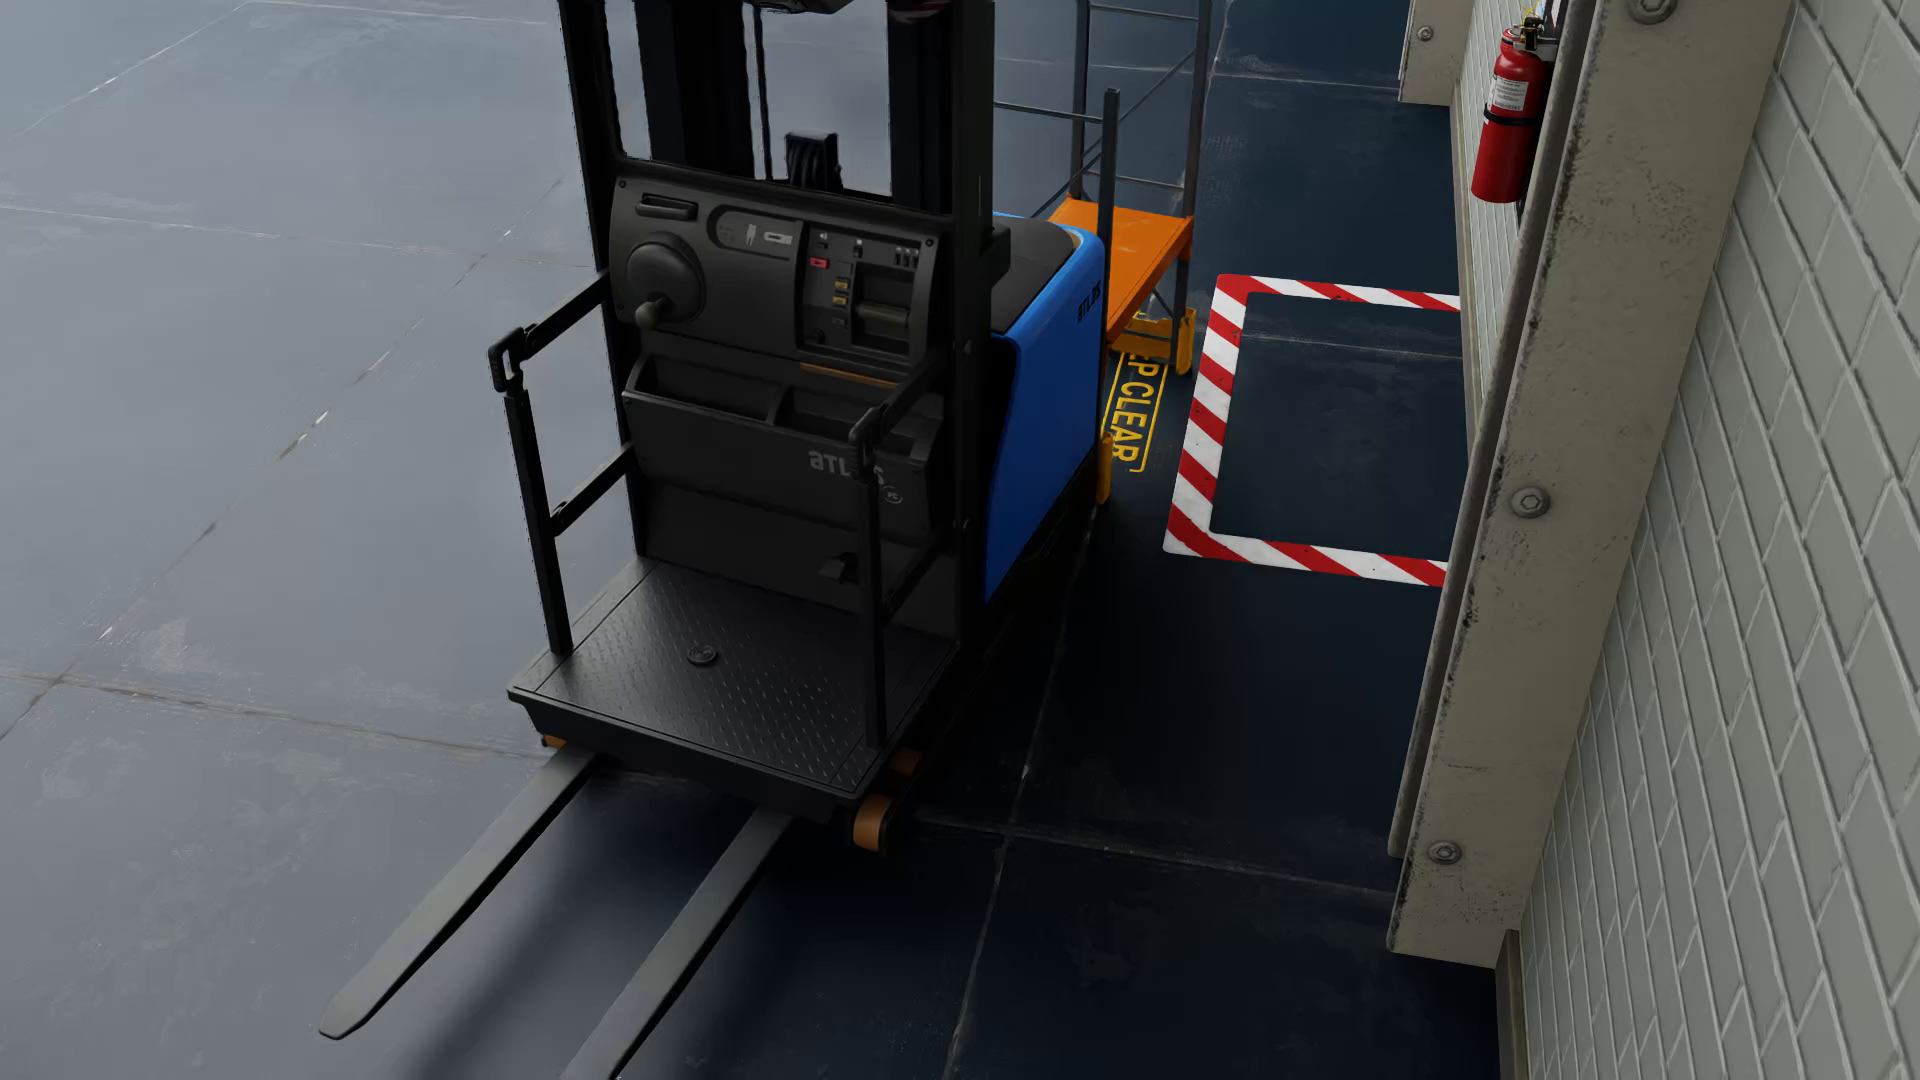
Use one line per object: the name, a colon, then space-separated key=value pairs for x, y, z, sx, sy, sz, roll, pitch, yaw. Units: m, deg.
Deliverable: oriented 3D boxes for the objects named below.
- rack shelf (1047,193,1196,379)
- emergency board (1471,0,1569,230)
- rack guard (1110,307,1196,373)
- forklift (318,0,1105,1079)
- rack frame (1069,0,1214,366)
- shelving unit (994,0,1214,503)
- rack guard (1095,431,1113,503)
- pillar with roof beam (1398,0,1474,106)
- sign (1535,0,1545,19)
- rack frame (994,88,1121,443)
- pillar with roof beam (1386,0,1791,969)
rack shelf: x=0.459 y=-0.953 z=6.094 sx=0.538 sy=0.185 sz=1.000 roll=14 pitch=38 yaw=19
emergency board: x=1.859 y=-1.662 z=5.487 sx=0.194 sy=1.169 sz=0.643 roll=7 pitch=37 yaw=10
rack guard: x=0.653 y=-0.856 z=6.718 sx=0.587 sy=0.250 sz=0.087 roll=14 pitch=38 yaw=19
forklift: x=-0.571 y=-0.618 z=4.105 sx=1.130 sy=2.935 sz=3.031 roll=14 pitch=38 yaw=19
rack frame: x=0.661 y=-1.373 z=6.366 sx=0.500 sy=1.500 sz=0.032 roll=14 pitch=38 yaw=19
shelving unit: x=0.455 y=-1.094 z=5.981 sx=0.587 sy=1.500 sz=1.083 roll=14 pitch=38 yaw=19
rack guard: x=0.258 y=-0.320 z=5.978 sx=0.587 sy=0.250 sz=0.087 roll=14 pitch=38 yaw=19
pillar with roof beam: x=-1.630 y=-6.658 z=7.269 sx=9.100 sy=9.000 sz=0.400 roll=7 pitch=37 yaw=10
sign: x=2.078 y=-1.980 z=5.896 sx=0.001 sy=0.329 sz=0.234 roll=7 pitch=37 yaw=10
rack frame: x=0.257 y=-0.825 z=5.610 sx=0.500 sy=1.500 sz=0.032 roll=14 pitch=38 yaw=19
pillar with roof beam: x=-2.912 y=-3.219 z=2.523 sx=9.100 sy=9.000 sz=0.400 roll=7 pitch=37 yaw=10
